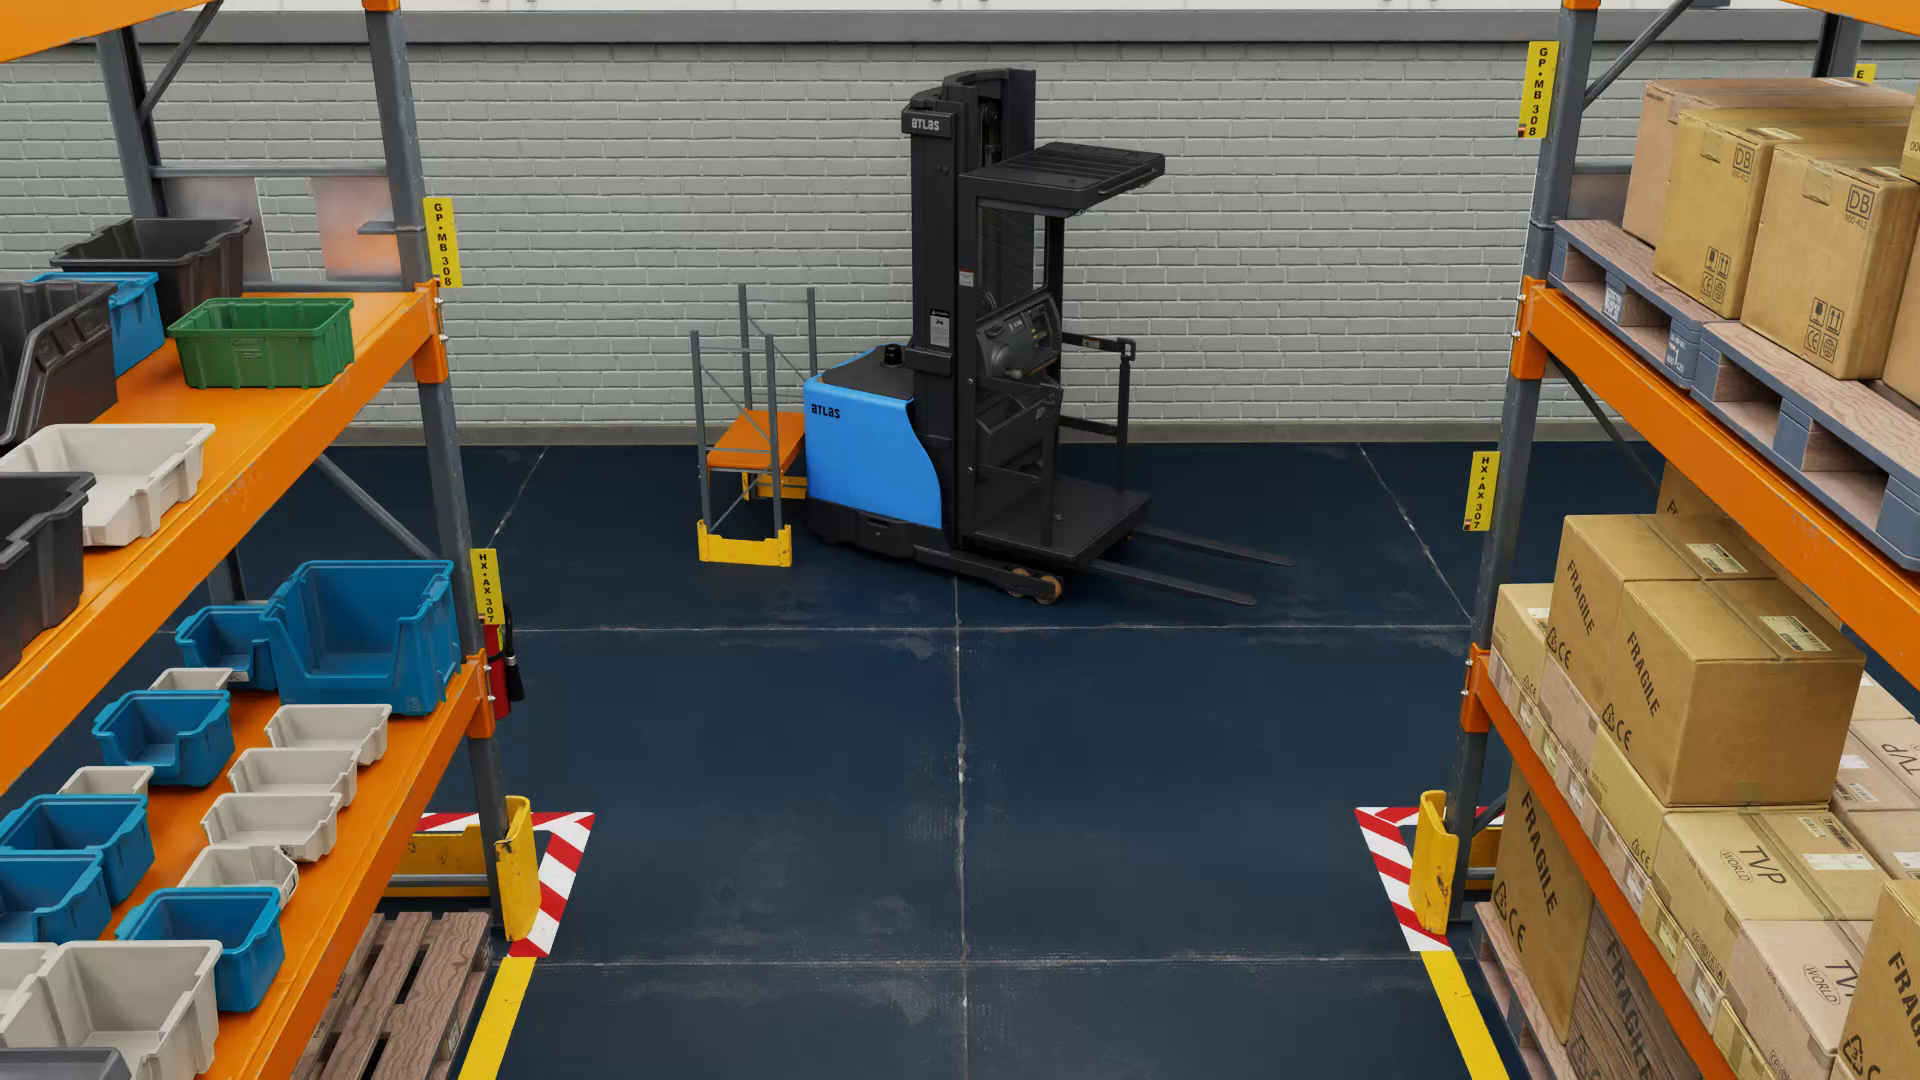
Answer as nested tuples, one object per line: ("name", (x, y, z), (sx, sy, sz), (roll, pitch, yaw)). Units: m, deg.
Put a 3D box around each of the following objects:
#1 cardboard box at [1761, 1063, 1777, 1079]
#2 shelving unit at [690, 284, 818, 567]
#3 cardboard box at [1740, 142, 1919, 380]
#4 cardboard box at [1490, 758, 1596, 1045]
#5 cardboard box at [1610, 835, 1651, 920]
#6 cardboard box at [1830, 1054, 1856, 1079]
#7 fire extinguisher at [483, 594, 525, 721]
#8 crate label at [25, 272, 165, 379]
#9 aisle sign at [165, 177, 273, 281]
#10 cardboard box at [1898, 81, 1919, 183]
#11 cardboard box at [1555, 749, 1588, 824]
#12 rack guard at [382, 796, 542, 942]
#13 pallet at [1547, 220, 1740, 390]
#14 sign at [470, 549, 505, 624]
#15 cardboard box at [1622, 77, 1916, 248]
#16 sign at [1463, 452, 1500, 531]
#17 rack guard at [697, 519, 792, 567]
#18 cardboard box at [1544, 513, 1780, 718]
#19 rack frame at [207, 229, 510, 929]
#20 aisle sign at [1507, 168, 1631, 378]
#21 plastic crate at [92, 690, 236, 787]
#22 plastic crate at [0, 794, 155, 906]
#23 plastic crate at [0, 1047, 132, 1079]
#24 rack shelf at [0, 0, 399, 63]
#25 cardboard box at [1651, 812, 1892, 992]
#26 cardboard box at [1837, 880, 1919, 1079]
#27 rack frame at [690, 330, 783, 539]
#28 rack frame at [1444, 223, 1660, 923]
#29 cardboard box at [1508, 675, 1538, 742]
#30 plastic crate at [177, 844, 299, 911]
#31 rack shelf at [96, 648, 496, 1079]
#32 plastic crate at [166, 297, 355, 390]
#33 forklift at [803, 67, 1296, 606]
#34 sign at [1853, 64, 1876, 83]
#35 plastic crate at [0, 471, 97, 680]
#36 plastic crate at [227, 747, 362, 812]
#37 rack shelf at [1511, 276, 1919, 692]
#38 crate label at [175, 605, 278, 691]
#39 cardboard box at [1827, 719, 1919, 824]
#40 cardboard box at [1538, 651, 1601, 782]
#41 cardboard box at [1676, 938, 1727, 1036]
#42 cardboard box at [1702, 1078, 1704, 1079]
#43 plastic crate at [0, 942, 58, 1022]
("cardboard box", (2.255, 1.460, 4.188), (0.380, 0.149, 0.250), (0, 24, 0))
("shelving unit", (-1.267, -0.753, 10.595), (0.587, 1.500, 1.083), (4, 25, 8))
("cardboard box", (2.553, -0.745, 4.365), (0.700, 0.500, 0.500), (-2, 24, -4))
("cardboard box", (2.641, 1.285, 6.337), (0.875, 0.875, 0.875), (0, 24, -1))
("cardboard box", (2.245, 1.037, 5.122), (0.380, 0.149, 0.250), (-1, 24, -1))
("cardboard box", (2.323, 1.432, 3.765), (0.500, 0.250, 0.500), (0, 24, 1))
("fire extinguisher", (-1.946, 0.408, 6.754), (0.296, 0.674, 0.183), (0, 24, -1))
("crate label", (-2.711, -0.650, 5.088), (0.408, 0.251, 0.502), (0, 24, -1))
("aisle sign", (-2.696, -0.946, 6.046), (0.394, 0.787, 0.004), (0, 24, -1))
("cardboard box", (2.566, -0.913, 3.827), (0.500, 0.250, 0.500), (-1, 24, -2))
("cardboard box", (2.240, 0.826, 5.589), (0.380, 0.149, 0.250), (-1, 24, -1))
("rack guard", (-2.412, 1.396, 7.056), (1.175, 0.500, 0.348), (0, 24, -1))
("pallet", (2.573, -0.776, 5.293), (1.003, 0.211, 1.213), (0, 24, -1))
("sign", (-1.849, 0.184, 6.506), (0.100, 0.325, 0.005), (0, 24, -1))
("cardboard box", (2.614, -1.190, 5.349), (0.700, 0.500, 0.500), (-2, 24, -4))
("sign", (1.999, -0.185, 6.373), (0.100, 0.325, 0.005), (0, 24, -1))
("rack guard", (-1.346, 0.019, 10.404), (0.587, 0.250, 0.087), (4, 25, 8))
("cardboard box", (2.295, 0.241, 5.488), (0.500, 0.500, 0.500), (-1, 24, -2))
("rack frame", (-2.398, 0.267, 6.519), (1.000, 3.000, 0.127), (0, 24, -1))
("aisle sign", (2.254, -0.968, 6.095), (0.394, 0.787, 0.004), (0, 24, -1))
("plastic crate", (-2.718, 0.691, 5.713), (0.416, 0.233, 0.300), (0, 24, -1))
("plastic crate", (-2.711, 0.962, 5.113), (0.416, 0.233, 0.300), (0, 24, -1))
("plastic crate", (-2.114, 1.490, 3.665), (0.402, 0.464, 0.583), (0, 24, -1))
("rack shelf", (-2.377, -1.132, 3.691), (1.077, 0.370, 4.000), (0, 24, -1))
("cardboard box", (2.315, 1.013, 4.691), (0.500, 0.250, 0.500), (-1, 24, -2))
("cardboard box", (2.324, 1.090, 3.612), (0.500, 0.500, 0.500), (0, 24, 0))
("rack frame", (-1.350, -0.543, 10.129), (0.500, 1.500, 0.032), (4, 25, 8))
("rack frame", (2.554, 0.245, 6.568), (1.000, 3.000, 0.127), (0, 24, -1))
("cardboard box", (2.232, 0.613, 6.060), (0.380, 0.149, 0.250), (-1, 24, -1))
("plastic crate", (-2.170, 1.051, 5.033), (0.298, 0.136, 0.250), (0, 24, -1))
("rack shelf", (-2.377, 1.419, 4.845), (1.077, 0.370, 4.000), (0, 24, -1))
("plastic crate", (-2.102, -0.598, 5.049), (0.450, 0.188, 0.336), (0, 24, -1))
("forklift", (0.534, -1.203, 9.854), (3.031, 2.935, 1.130), (14, 28, 28))
("sign", (3.097, -1.486, 5.777), (0.100, 0.325, 0.005), (0, 24, -1))
("plastic crate", (-2.094, 0.095, 3.418), (0.497, 0.269, 0.590), (0, 24, -1))
("plastic crate", (-2.220, 0.815, 5.556), (0.396, 0.136, 0.243), (0, 24, -1))
("rack shelf", (2.576, 0.030, 4.276), (1.077, 0.370, 4.000), (0, 24, -1))
("crate label", (-2.725, 0.419, 6.313), (0.416, 0.233, 0.303), (0, 24, -1))
("cardboard box", (2.836, 0.795, 5.173), (0.500, 0.250, 0.500), (-1, 24, -2))
("cardboard box", (2.302, 0.591, 5.624), (0.500, 0.250, 0.500), (-1, 24, -1))
("cardboard box", (2.251, 1.249, 4.653), (0.380, 0.149, 0.250), (0, 24, 0))
("cardboard box", (2.661, 2.027, 4.697), (0.875, 0.875, 0.875), (0, 24, -1))
("plastic crate", (-2.674, 1.292, 4.500), (0.293, 0.136, 0.466), (0, 24, -1))
